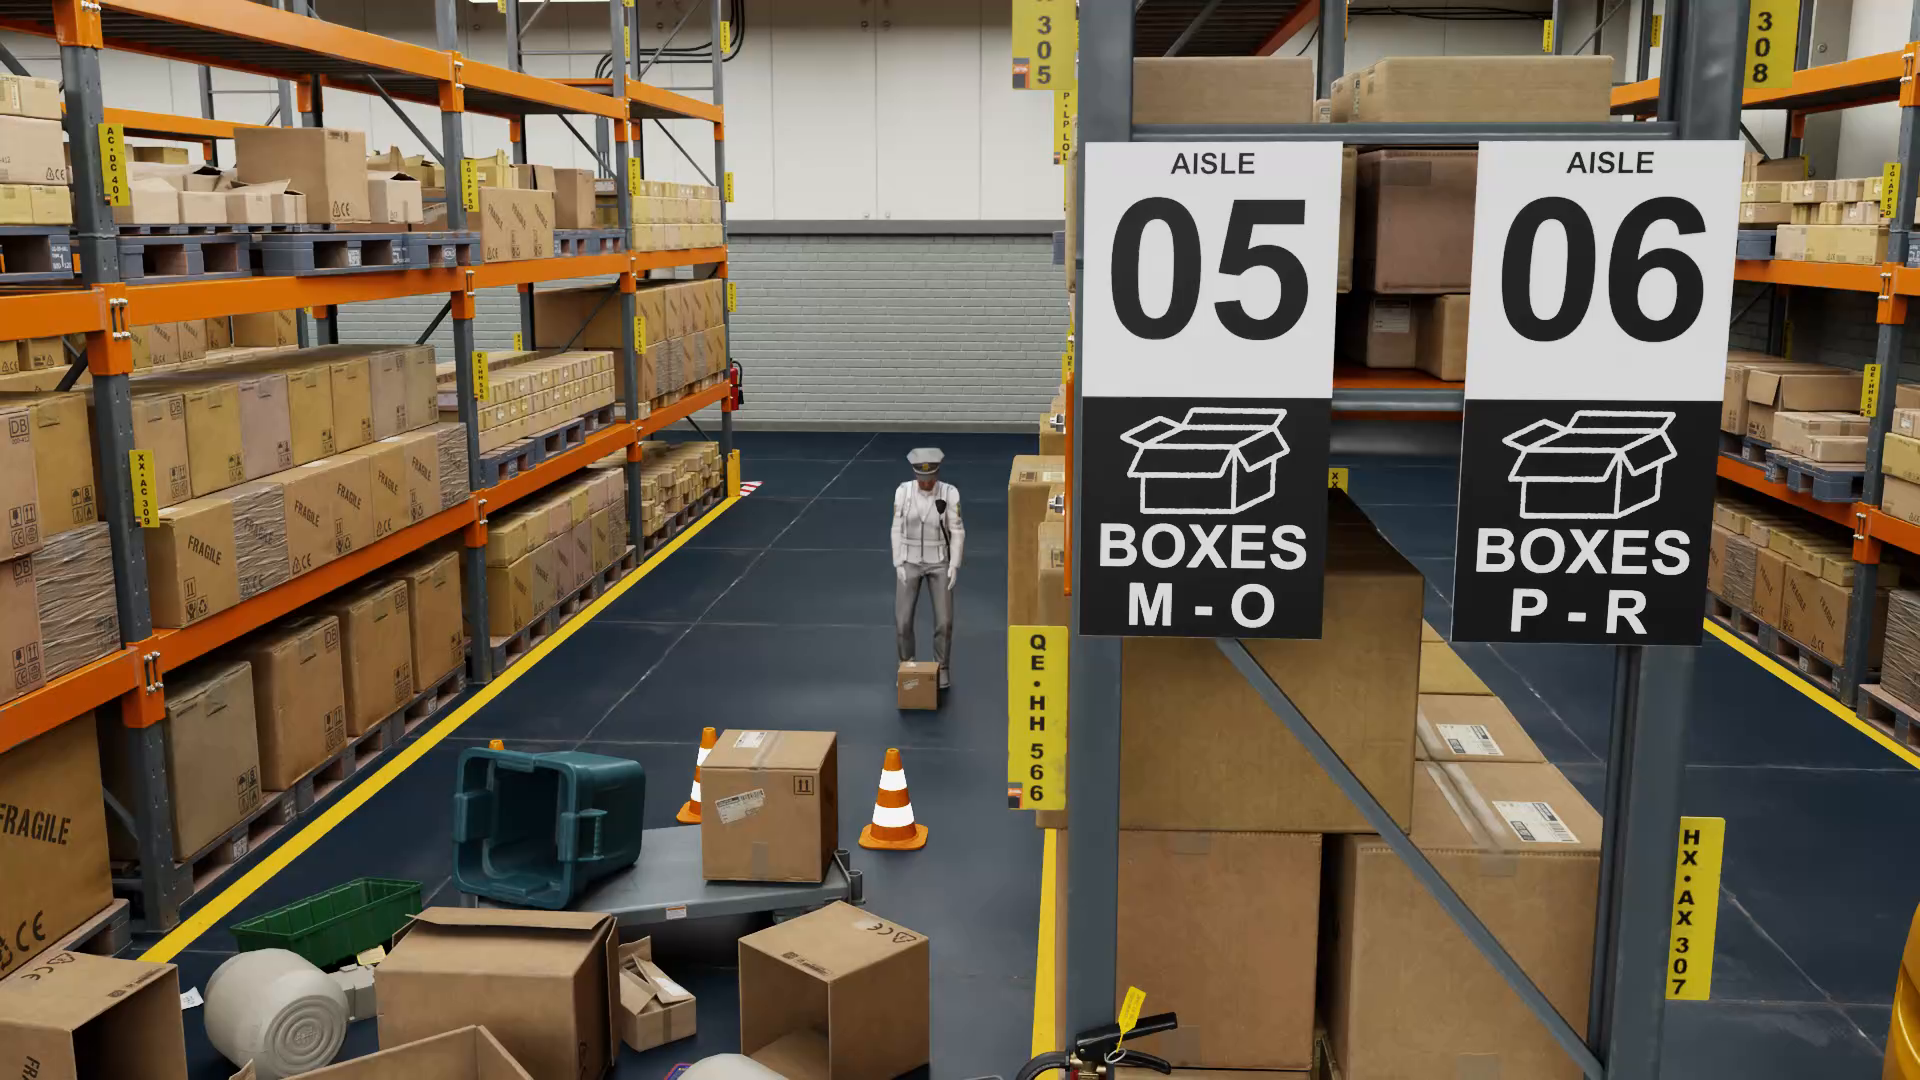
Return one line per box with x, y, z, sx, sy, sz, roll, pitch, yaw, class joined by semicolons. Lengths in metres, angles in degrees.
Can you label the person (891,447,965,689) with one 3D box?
-0.215;0.188;11.082;0.500;1.626;0.446;1;11;5;person
